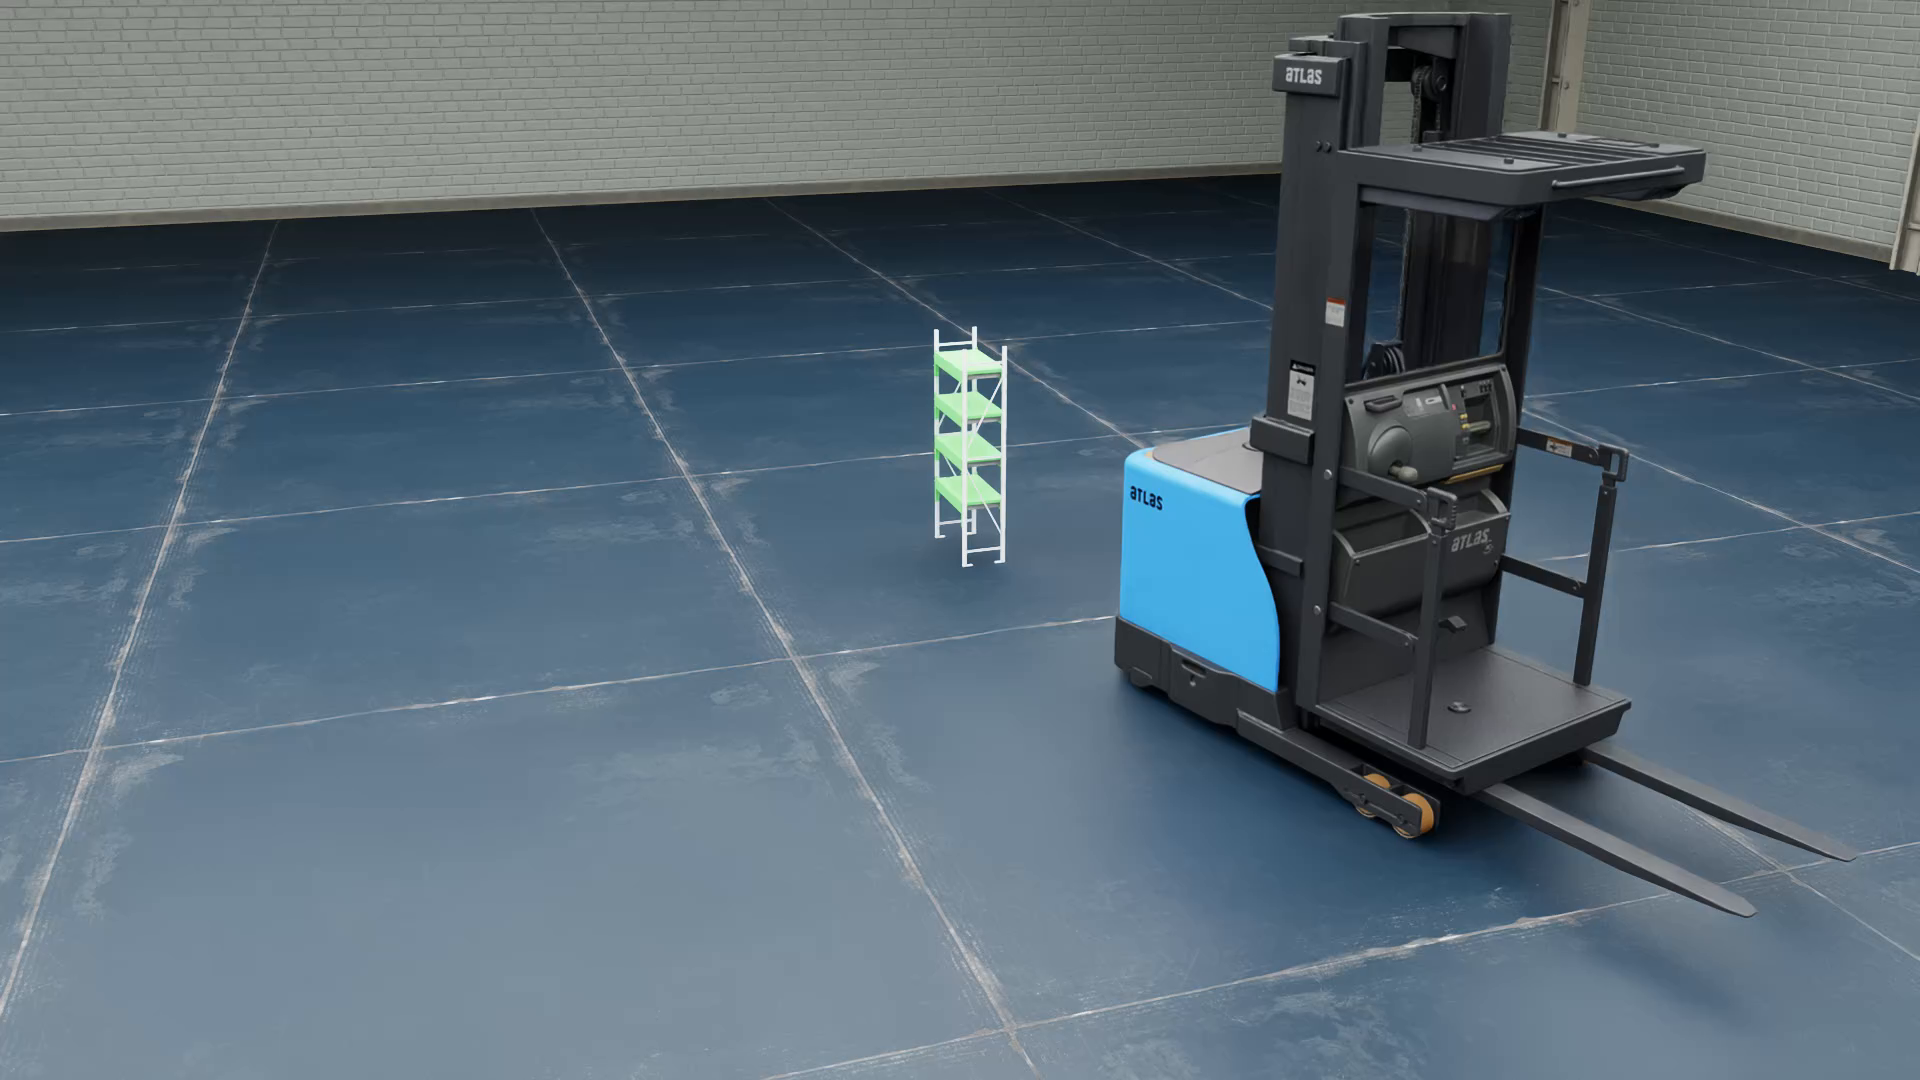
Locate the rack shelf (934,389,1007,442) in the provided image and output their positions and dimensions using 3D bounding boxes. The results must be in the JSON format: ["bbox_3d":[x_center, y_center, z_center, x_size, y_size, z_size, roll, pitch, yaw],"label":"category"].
[{"bbox_3d":[0.052,-0.677,9.006,0.258,0.148,0.480,-6,21,-17],"label":"rack shelf"}]

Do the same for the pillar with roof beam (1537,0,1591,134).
[{"bbox_3d":[3.868,-8.469,19.684,9.100,9.000,0.400,-6,21,-17],"label":"pillar with roof beam"}]

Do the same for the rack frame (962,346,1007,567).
[{"bbox_3d":[0.129,-0.433,8.848,0.240,1.200,0.015,-6,21,-17],"label":"rack frame"}]

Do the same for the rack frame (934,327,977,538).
[{"bbox_3d":[-0.025,-0.590,9.284,0.240,1.200,0.015,-6,21,-17],"label":"rack frame"}]

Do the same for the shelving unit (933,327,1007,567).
[{"bbox_3d":[0.052,-0.512,9.066,0.258,1.200,0.503,-6,21,-17],"label":"shelving unit"}]

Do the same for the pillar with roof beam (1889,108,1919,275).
[{"bbox_3d":[5.754,-6.544,14.324,9.100,9.000,0.400,-6,21,-17],"label":"pillar with roof beam"}]

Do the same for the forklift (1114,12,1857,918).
[{"bbox_3d":[1.958,-0.438,6.299,1.130,2.935,3.031,-13,24,-32],"label":"forklift"}]

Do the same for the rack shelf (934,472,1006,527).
[{"bbox_3d":[0.052,-0.226,9.169,0.258,0.148,0.480,-6,21,-17],"label":"rack shelf"}]

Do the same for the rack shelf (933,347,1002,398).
[{"bbox_3d":[0.052,-0.903,8.925,0.258,0.148,0.480,-6,21,-17],"label":"rack shelf"}]

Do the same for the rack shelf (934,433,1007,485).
[{"bbox_3d":[0.052,-0.451,9.087,0.258,0.148,0.480,-6,21,-17],"label":"rack shelf"}]
